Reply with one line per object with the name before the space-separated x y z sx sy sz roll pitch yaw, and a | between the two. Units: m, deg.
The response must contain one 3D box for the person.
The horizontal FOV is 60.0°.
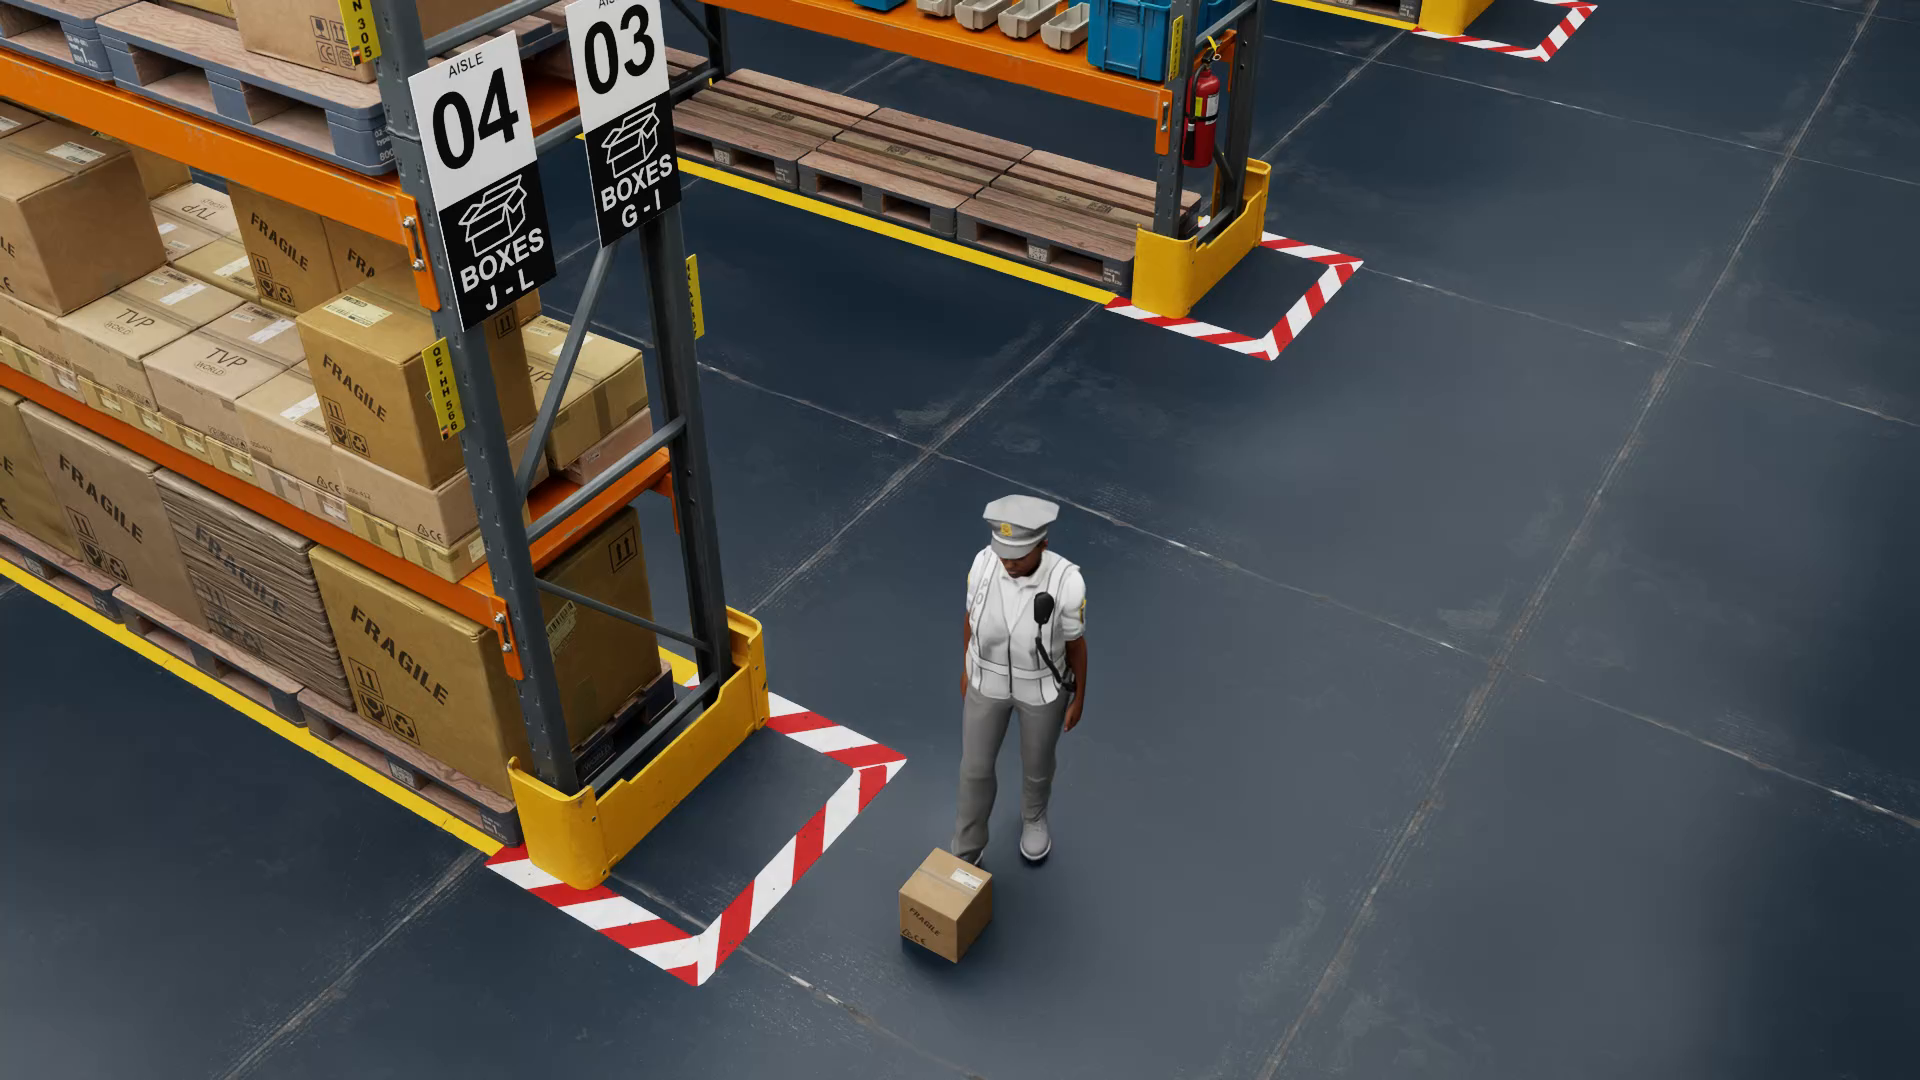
person | 0.185 0.583 5.927 0.487 1.665 0.582 10 40 12
